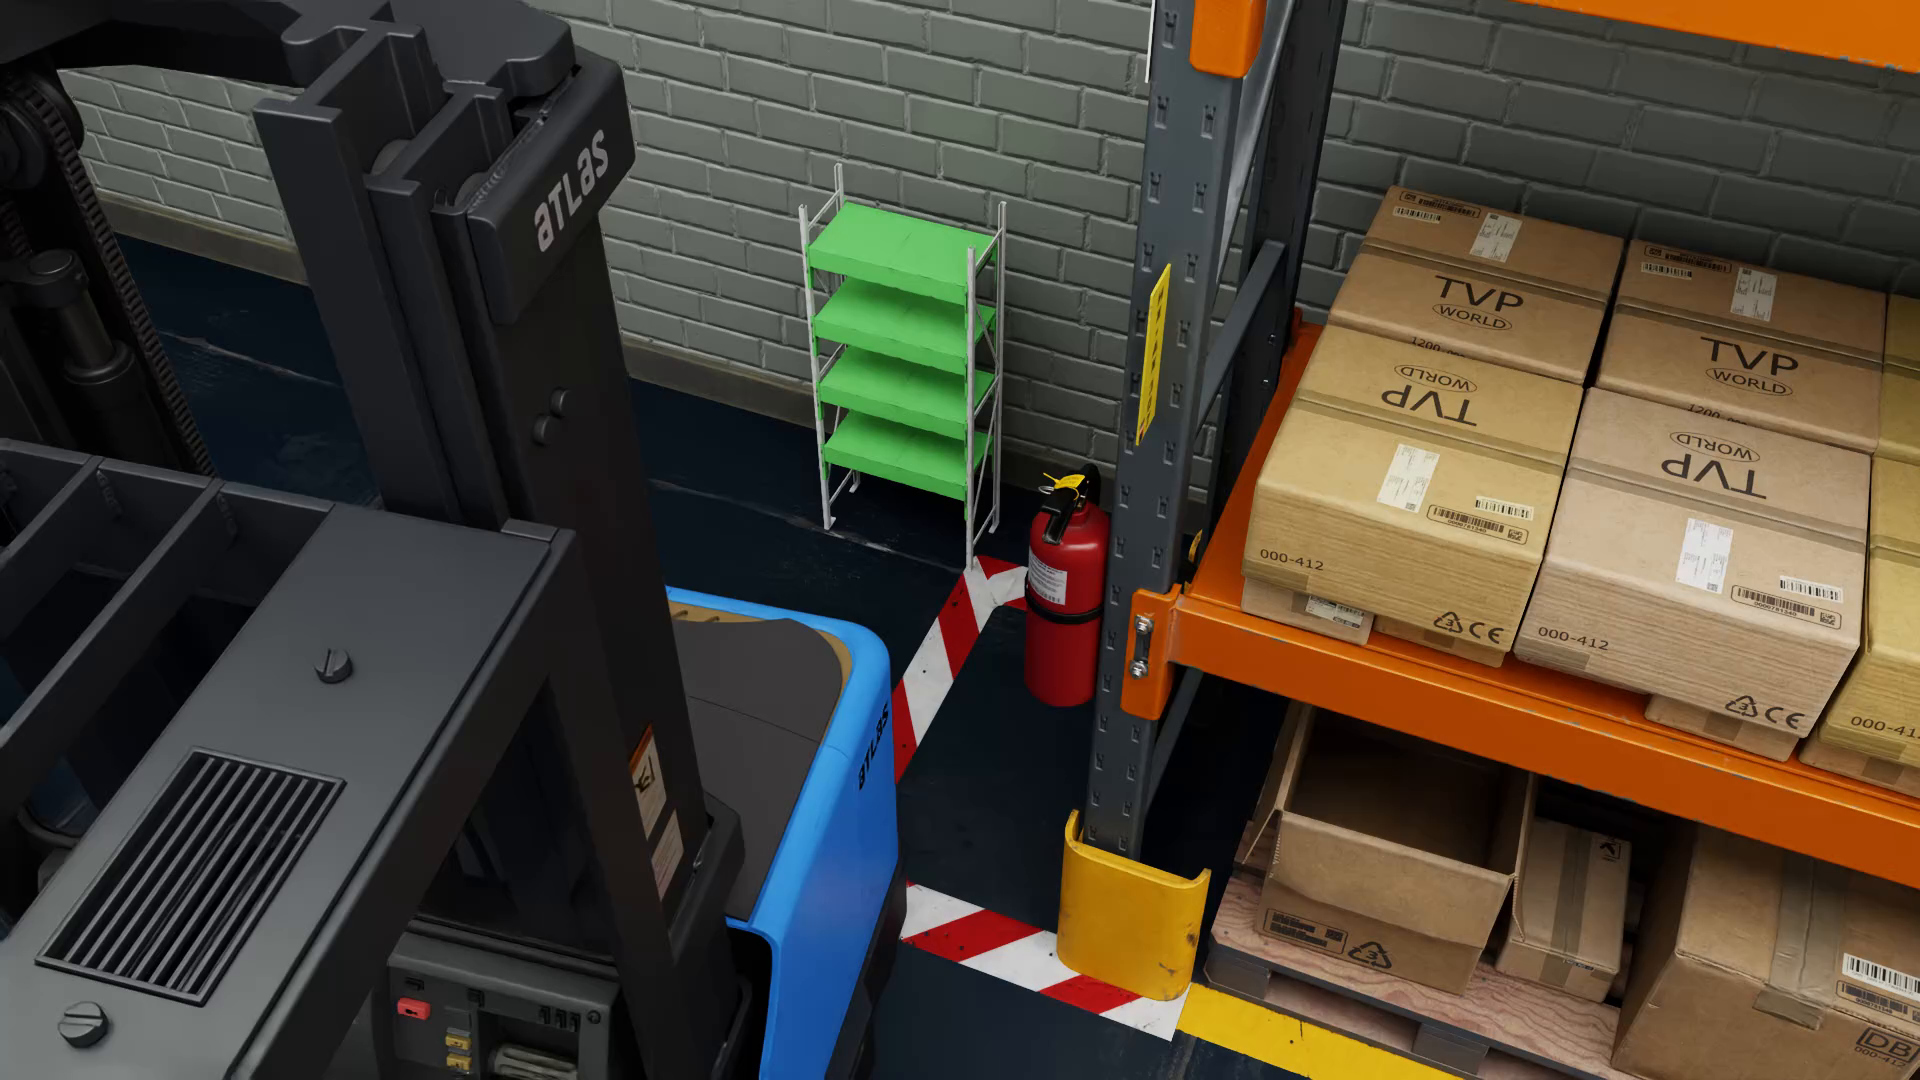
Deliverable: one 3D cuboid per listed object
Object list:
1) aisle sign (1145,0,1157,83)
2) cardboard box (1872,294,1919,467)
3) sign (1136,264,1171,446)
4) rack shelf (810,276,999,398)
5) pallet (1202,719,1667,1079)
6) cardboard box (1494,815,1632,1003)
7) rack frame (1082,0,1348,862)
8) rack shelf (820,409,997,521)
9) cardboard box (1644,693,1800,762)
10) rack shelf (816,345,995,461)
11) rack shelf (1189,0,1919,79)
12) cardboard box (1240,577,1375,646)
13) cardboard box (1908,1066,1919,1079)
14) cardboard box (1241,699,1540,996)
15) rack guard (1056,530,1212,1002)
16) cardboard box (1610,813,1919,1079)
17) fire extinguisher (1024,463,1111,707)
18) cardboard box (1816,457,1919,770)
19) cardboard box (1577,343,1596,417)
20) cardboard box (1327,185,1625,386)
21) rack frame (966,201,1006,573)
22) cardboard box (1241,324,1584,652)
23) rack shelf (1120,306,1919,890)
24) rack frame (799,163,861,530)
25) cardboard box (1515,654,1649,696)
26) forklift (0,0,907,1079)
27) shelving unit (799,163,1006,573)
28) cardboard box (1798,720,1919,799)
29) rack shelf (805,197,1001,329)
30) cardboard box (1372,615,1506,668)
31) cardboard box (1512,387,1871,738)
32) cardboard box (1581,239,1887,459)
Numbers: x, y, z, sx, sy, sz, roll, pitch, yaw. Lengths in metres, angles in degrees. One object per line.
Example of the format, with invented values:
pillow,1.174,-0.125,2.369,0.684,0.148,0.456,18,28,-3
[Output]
aisle sign,0.361,-1.106,2.392,0.004,0.787,0.394,16,47,16
cardboard box,1.994,-0.179,3.199,0.500,0.250,0.500,18,48,17
sign,0.328,-0.311,2.822,0.005,0.325,0.100,16,47,16
rack shelf,-0.153,-0.595,4.748,0.480,0.148,0.258,16,47,16
pallet,1.343,0.868,4.228,1.213,0.211,1.003,16,47,16
cardboard box,1.442,0.873,3.969,0.250,0.149,0.380,15,47,14
rack frame,0.537,-0.357,3.482,0.127,3.000,1.000,16,47,16
rack shelf,-0.153,-0.255,5.086,0.480,0.148,0.258,16,47,16
cardboard box,1.453,0.196,3.105,0.250,0.149,0.380,18,48,17
rack shelf,-0.153,-0.425,4.917,0.480,0.148,0.258,16,47,16
rack shelf,2.383,-0.622,2.132,4.000,0.370,1.077,16,47,16
cardboard box,0.735,0.000,3.302,0.250,0.149,0.380,16,47,16
cardboard box,2.288,1.074,3.519,0.500,0.500,0.500,17,47,17
cardboard box,1.065,0.607,3.986,0.637,0.503,0.797,15,47,14
rack guard,0.607,0.549,4.343,0.348,0.500,1.175,16,47,16
cardboard box,1.839,0.865,3.728,0.500,0.500,0.700,18,48,17
fire extinguisher,0.223,0.063,3.379,0.183,0.674,0.296,16,47,16
cardboard box,1.786,0.161,2.857,0.500,0.250,0.500,16,47,15
cardboard box,1.434,-0.228,3.530,0.250,0.149,0.380,15,47,15
cardboard box,1.064,-0.457,3.478,0.500,0.250,0.500,18,48,17
rack frame,0.072,-0.404,4.805,0.015,1.200,0.240,16,47,16
cardboard box,0.852,-0.111,3.130,0.500,0.250,0.500,17,47,16
rack shelf,2.383,0.441,3.190,4.000,0.370,1.077,16,47,16
rack frame,-0.378,-0.537,4.939,0.015,1.200,0.240,16,47,16
cardboard box,1.243,0.087,3.214,0.250,0.149,0.380,16,47,15
forklift,-1.000,0.831,2.337,1.130,2.935,3.031,10,46,10
shelving unit,-0.153,-0.470,4.872,0.503,1.200,0.258,16,47,16
cardboard box,1.700,0.264,3.036,0.250,0.149,0.380,17,47,16
rack shelf,-0.153,-0.765,4.579,0.480,0.148,0.258,16,47,16
cardboard box,0.987,0.039,3.263,0.250,0.149,0.380,17,47,17
cardboard box,1.317,0.026,2.993,0.500,0.250,0.500,17,47,16
cardboard box,1.539,-0.317,3.337,0.500,0.250,0.500,17,47,16
